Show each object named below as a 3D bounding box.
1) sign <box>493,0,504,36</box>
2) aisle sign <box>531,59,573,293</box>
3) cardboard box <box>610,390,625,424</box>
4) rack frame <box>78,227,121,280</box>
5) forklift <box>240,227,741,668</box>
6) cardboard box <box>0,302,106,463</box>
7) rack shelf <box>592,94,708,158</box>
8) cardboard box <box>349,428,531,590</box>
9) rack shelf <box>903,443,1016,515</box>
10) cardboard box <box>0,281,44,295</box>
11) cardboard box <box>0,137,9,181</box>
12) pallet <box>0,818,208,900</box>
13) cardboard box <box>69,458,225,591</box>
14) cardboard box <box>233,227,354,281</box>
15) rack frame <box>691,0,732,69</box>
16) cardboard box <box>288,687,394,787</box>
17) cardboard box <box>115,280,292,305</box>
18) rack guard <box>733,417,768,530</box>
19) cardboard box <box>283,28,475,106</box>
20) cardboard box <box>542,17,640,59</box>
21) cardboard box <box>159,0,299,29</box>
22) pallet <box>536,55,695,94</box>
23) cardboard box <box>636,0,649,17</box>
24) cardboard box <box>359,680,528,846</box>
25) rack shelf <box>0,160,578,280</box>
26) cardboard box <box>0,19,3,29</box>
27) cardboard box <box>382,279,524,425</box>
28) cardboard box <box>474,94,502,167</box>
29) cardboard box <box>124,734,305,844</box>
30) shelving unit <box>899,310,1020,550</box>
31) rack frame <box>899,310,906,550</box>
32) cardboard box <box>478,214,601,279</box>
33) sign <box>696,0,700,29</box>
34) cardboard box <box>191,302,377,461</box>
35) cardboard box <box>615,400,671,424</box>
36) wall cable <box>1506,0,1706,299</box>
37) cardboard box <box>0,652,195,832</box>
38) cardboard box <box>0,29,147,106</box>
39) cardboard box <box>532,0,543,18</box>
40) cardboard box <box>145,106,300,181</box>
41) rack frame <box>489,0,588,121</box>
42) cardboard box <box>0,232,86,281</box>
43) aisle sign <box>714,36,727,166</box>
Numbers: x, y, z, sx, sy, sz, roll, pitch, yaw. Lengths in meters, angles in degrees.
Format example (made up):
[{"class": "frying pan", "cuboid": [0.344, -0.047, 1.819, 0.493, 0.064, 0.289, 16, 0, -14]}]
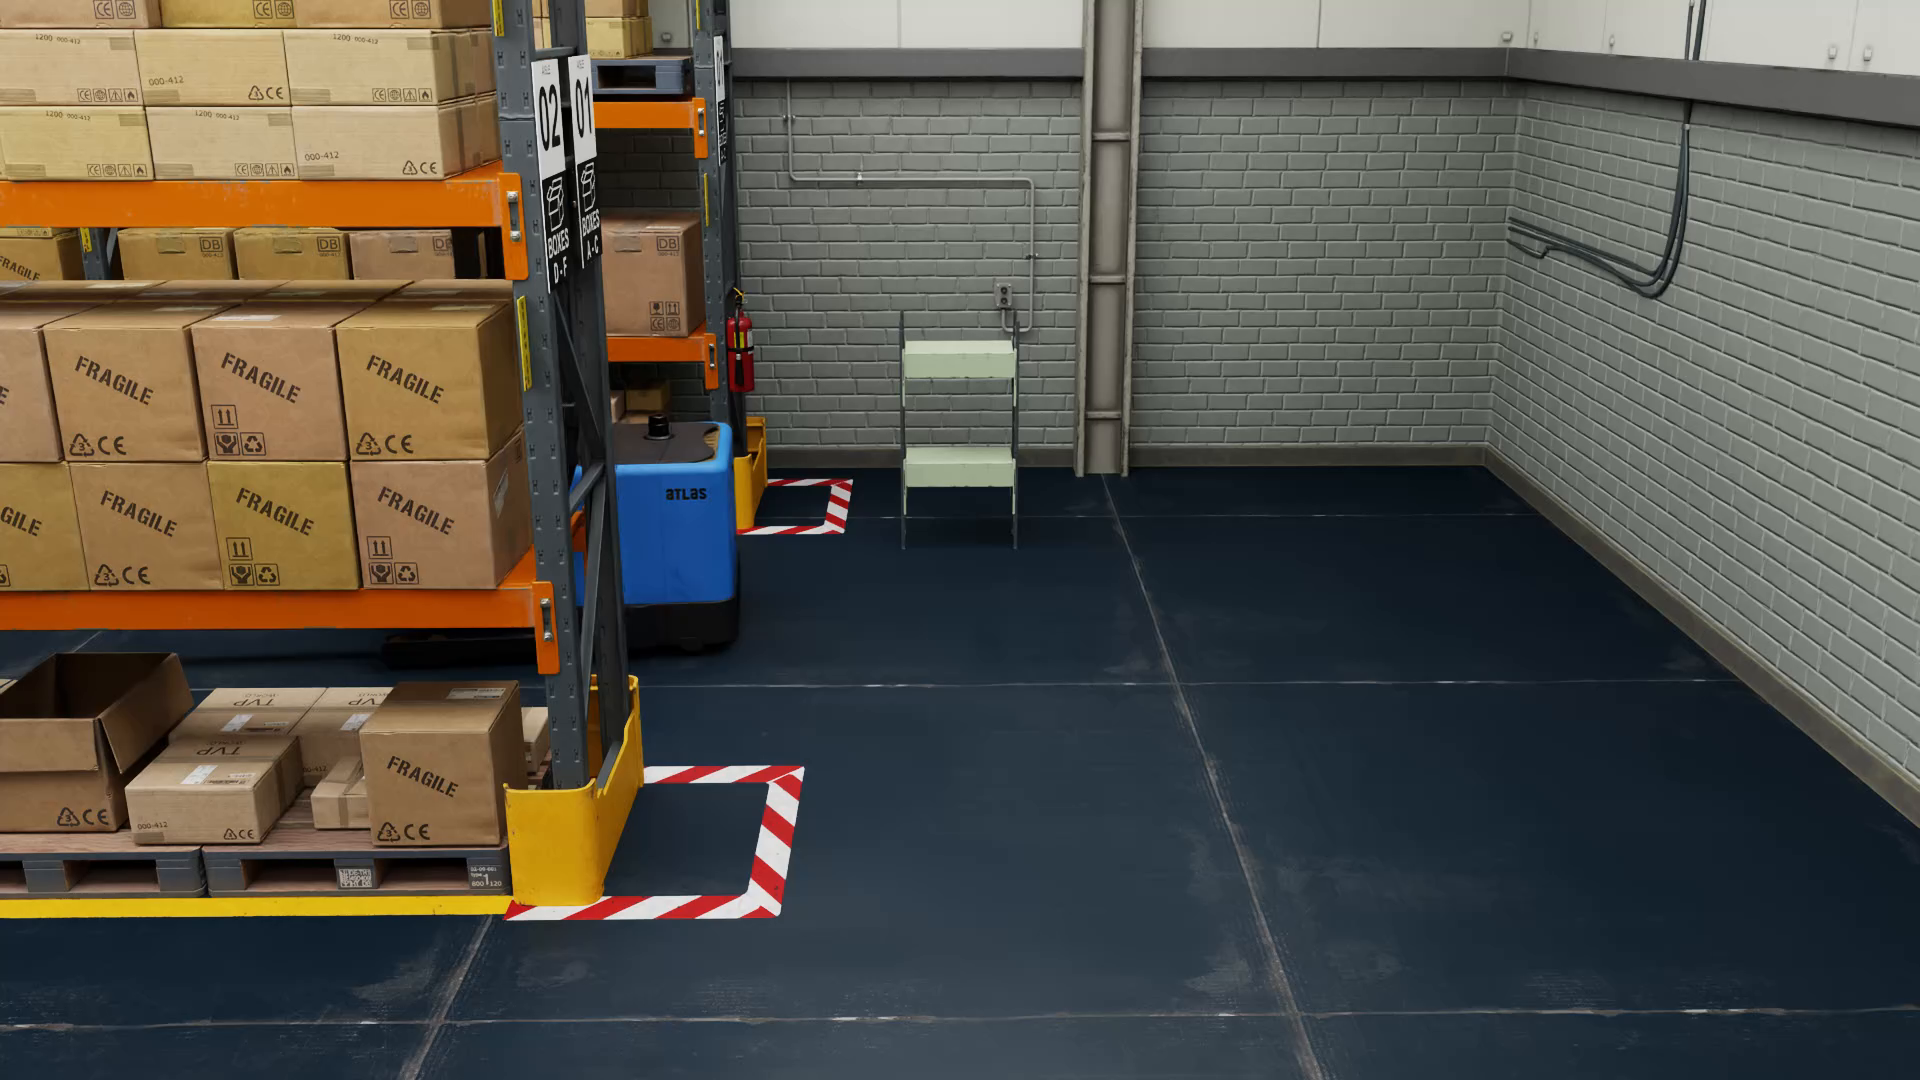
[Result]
[{"class": "sign", "cuboid": [-1.543, -1.845, 5.528, 0.005, 0.325, 0.100, 0, 18, -1]}, {"class": "aisle sign", "cuboid": [-1.459, -1.309, 5.962, 0.004, 0.787, 0.394, 0, 18, -1]}, {"class": "cardboard box", "cuboid": [-2.437, -0.906, 11.303, 0.250, 0.149, 0.380, 0, 18, -2]}, {"class": "rack frame", "cuboid": [-5.613, -1.658, 11.306, 0.127, 3.000, 1.000, 0, 18, -1]}, {"class": "forklift", "cuboid": [-2.776, -0.880, 8.992, 3.031, 2.935, 1.130, -2, 18, -6]}, {"class": "cardboard box", "cuboid": [-3.509, -0.593, 6.185, 0.500, 0.500, 0.500, 0, 18, 1]}, {"class": "rack shelf", "cuboid": [-3.613, -2.754, 10.988, 4.000, 0.370, 1.077, 0, 18, -1]}, {"class": "cardboard box", "cuboid": [-1.975, -0.127, 6.369, 0.500, 0.500, 0.500, 0, 18, 1]}, {"class": "rack shelf", "cuboid": [-0.007, -0.404, 10.918, 0.720, 0.370, 0.431, 0, 18, -1]}, {"class": "cardboard box", "cuboid": [-4.014, -0.756, 6.693, 0.500, 0.500, 0.500, 0, 18, 0]}, {"class": "cardboard box", "cuboid": [-3.541, -1.435, 5.947, 0.500, 0.250, 0.500, 0, 18, -1]}, {"class": "pallet", "cuboid": [-3.622, 1.173, 7.046, 1.213, 0.211, 1.003, 0, 18, -1]}, {"class": "cardboard box", "cuboid": [-2.993, -0.123, 6.355, 0.500, 0.500, 0.500, 0, 18, 0]}, {"class": "cardboard box", "cuboid": [-4.341, -1.800, 11.258, 0.700, 0.700, 0.980, -1, 18, -2]}, {"class": "rack frame", "cuboid": [-1.614, -4.534, 10.450, 0.127, 3.000, 1.000, 0, 18, -1]}, {"class": "cardboard box", "cuboid": [-2.580, 0.854, 7.257, 0.500, 0.250, 0.500, 0, 18, -1]}, {"class": "cardboard box", "cuboid": [-3.002, -0.761, 6.708, 0.500, 0.500, 0.500, 0, 18, 0]}, {"class": "rack guard", "cuboid": [-1.590, -0.487, 11.748, 0.348, 0.500, 1.175, 0, 18, -1]}, {"class": "cardboard box", "cuboid": [-2.041, -1.679, 5.888, 0.500, 0.250, 0.500, 0, 18, -1]}, {"class": "cardboard box", "cuboid": [-2.342, -3.197, 10.588, 0.500, 0.250, 0.500, 0, 18, 1]}, {"class": "cardboard box", "cuboid": [-2.546, -2.133, 6.073, 0.500, 0.500, 0.700, 0, 18, -1]}, {"class": "pallet", "cuboid": [-2.355, -3.057, 10.900, 1.213, 0.211, 1.003, 0, 18, -1]}, {"class": "cardboard box", "cuboid": [-2.347, -3.709, 10.956, 0.500, 0.500, 0.500, -1, 18, -3]}, {"class": "cardboard box", "cuboid": [-2.071, 0.894, 6.722, 0.500, 0.500, 0.500, 0, 18, -1]}, {"class": "rack shelf", "cuboid": [-3.531, -1.241, 6.271, 4.000, 0.370, 1.077, 0, 18, -1]}, {"class": "cardboard box", "cuboid": [-3.546, -2.124, 6.045, 0.500, 0.500, 0.700, 0, 18, -1]}, {"class": "cardboard box", "cuboid": [-1.980, -0.767, 6.726, 0.500, 0.500, 0.500, 0, 18, 1]}, {"class": "cardboard box", "cuboid": [-2.049, -1.597, 6.449, 0.500, 0.250, 0.500, 0, 18, -1]}, {"class": "cardboard box", "cuboid": [-3.022, 1.009, 6.774, 0.500, 0.250, 0.500, 0, 18, -1]}, {"class": "shelving unit", "cuboid": [-0.007, -0.714, 10.818, 0.755, 1.500, 0.431, 0, 18, -1]}, {"class": "rack frame", "cuboid": [-0.373, -0.712, 10.813, 0.023, 1.500, 0.400, 0, 18, -1]}, {"class": "cardboard box", "cuboid": [-2.851, -1.808, 11.282, 0.700, 0.700, 0.980, 0, 18, -1]}, {"class": "sign", "cuboid": [-1.619, -3.324, 10.268, 0.005, 0.325, 0.100, 0, 18, -1]}, {"class": "cardboard box", "cuboid": [-2.477, -0.599, 6.205, 0.500, 0.500, 0.500, 0, 18, 1]}, {"class": "cardboard box", "cuboid": [-2.312, -0.653, 11.578, 0.500, 0.500, 0.700, 0, 18, -1]}, {"class": "wall cable", "cuboid": [4.047, -2.974, 10.669, 0.112, 2.526, 3.097, 0, 18, -1]}, {"class": "cardboard box", "cuboid": [-3.653, 0.823, 6.937, 0.637, 0.503, 0.797, 0, 18, -1]}, {"class": "cardboard box", "cuboid": [-3.041, -1.675, 5.876, 0.500, 0.250, 0.500, 0, 18, -1]}, {"class": "cardboard box", "cuboid": [-2.842, -3.553, 10.469, 0.500, 0.500, 0.500, 0, 18, 1]}, {"class": "cardboard box", "cuboid": [-2.541, -1.439, 5.959, 0.500, 0.250, 0.500, 0, 18, -1]}, {"class": "rack frame", "cuboid": [-1.532, -3.021, 5.733, 0.127, 3.000, 1.000, 0, 18, -1]}, {"class": "cardboard box", "cuboid": [-6.071, -1.778, 10.995, 0.500, 0.500, 0.500, -1, 18, -2]}, {"class": "aisle sign", "cuboid": [-1.537, -2.824, 10.684, 0.004, 0.787, 0.394, 0, 18, -1]}]
